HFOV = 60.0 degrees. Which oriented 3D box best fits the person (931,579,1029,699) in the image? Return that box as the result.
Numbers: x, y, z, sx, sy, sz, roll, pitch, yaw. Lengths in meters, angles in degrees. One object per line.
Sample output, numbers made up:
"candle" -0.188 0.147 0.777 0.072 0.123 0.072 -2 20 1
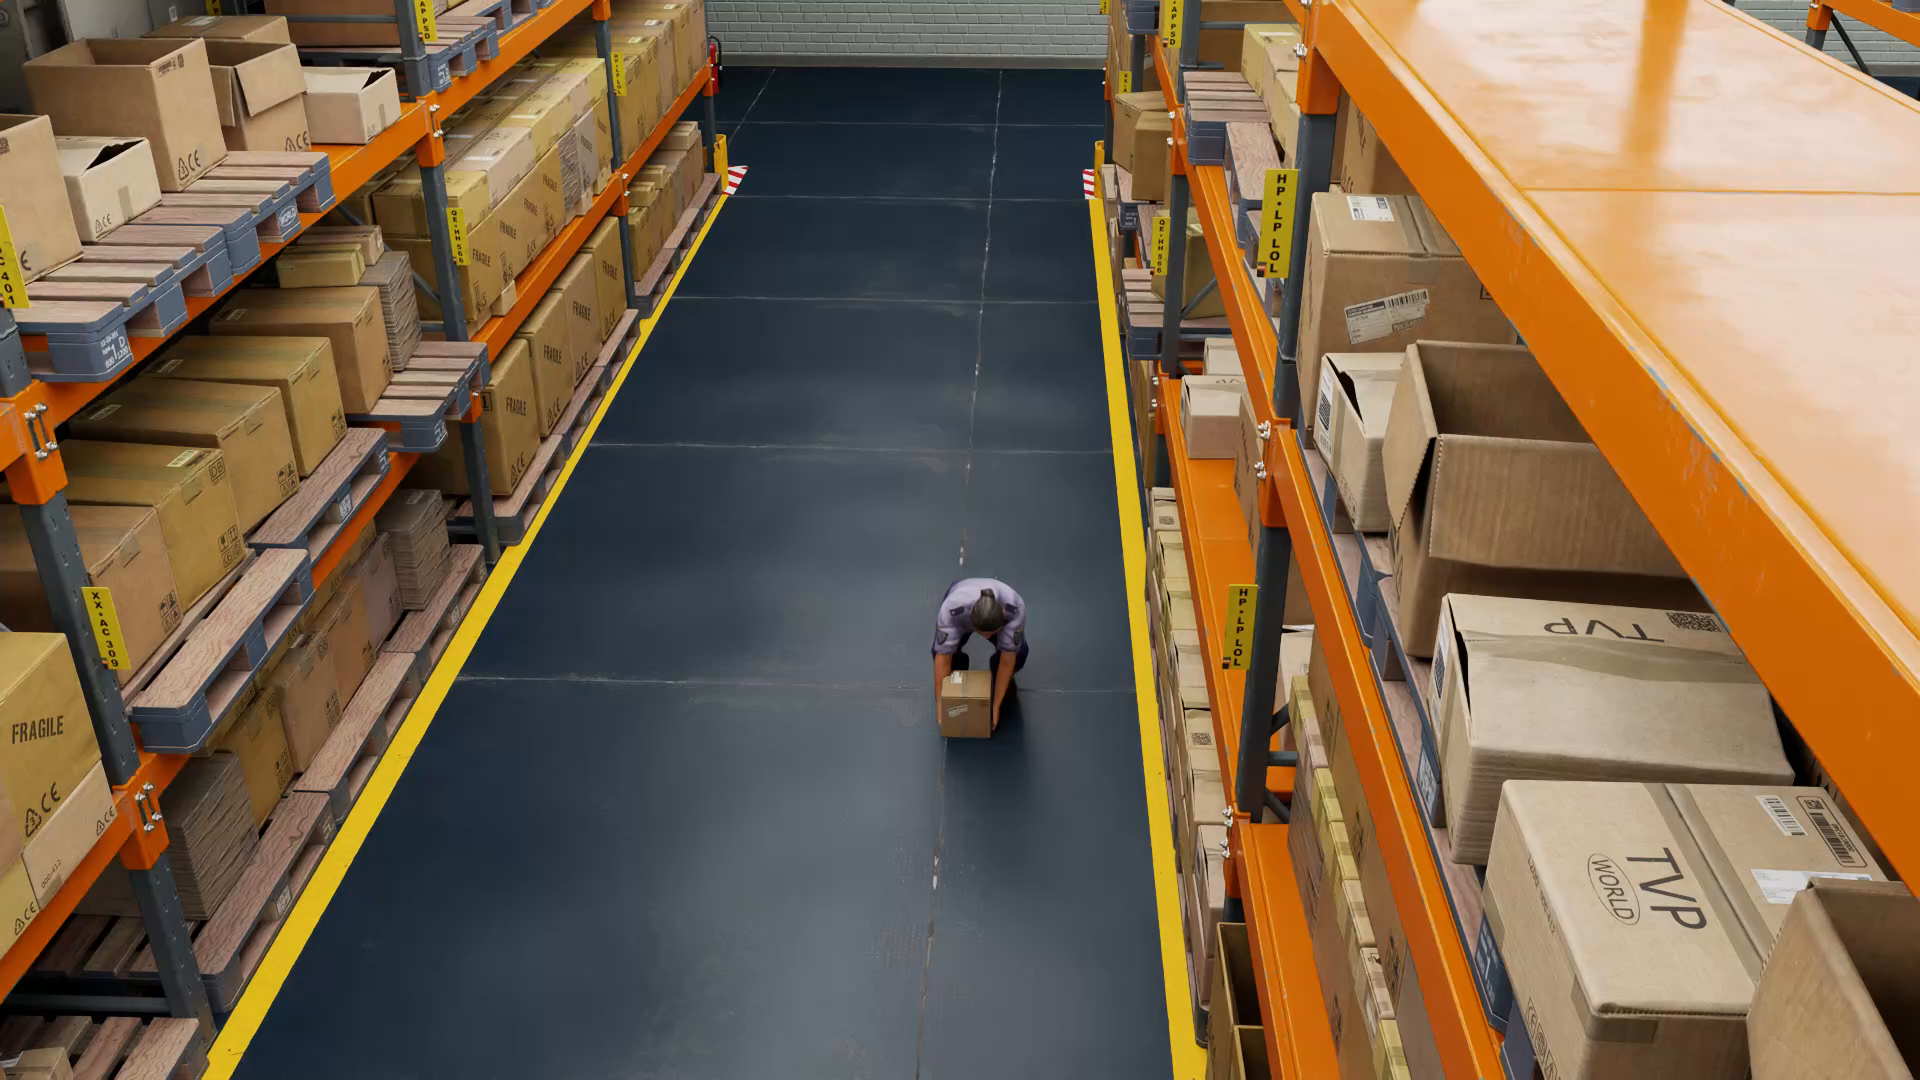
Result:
"person" 0.110 0.532 8.836 0.508 0.536 0.584 1 28 1
